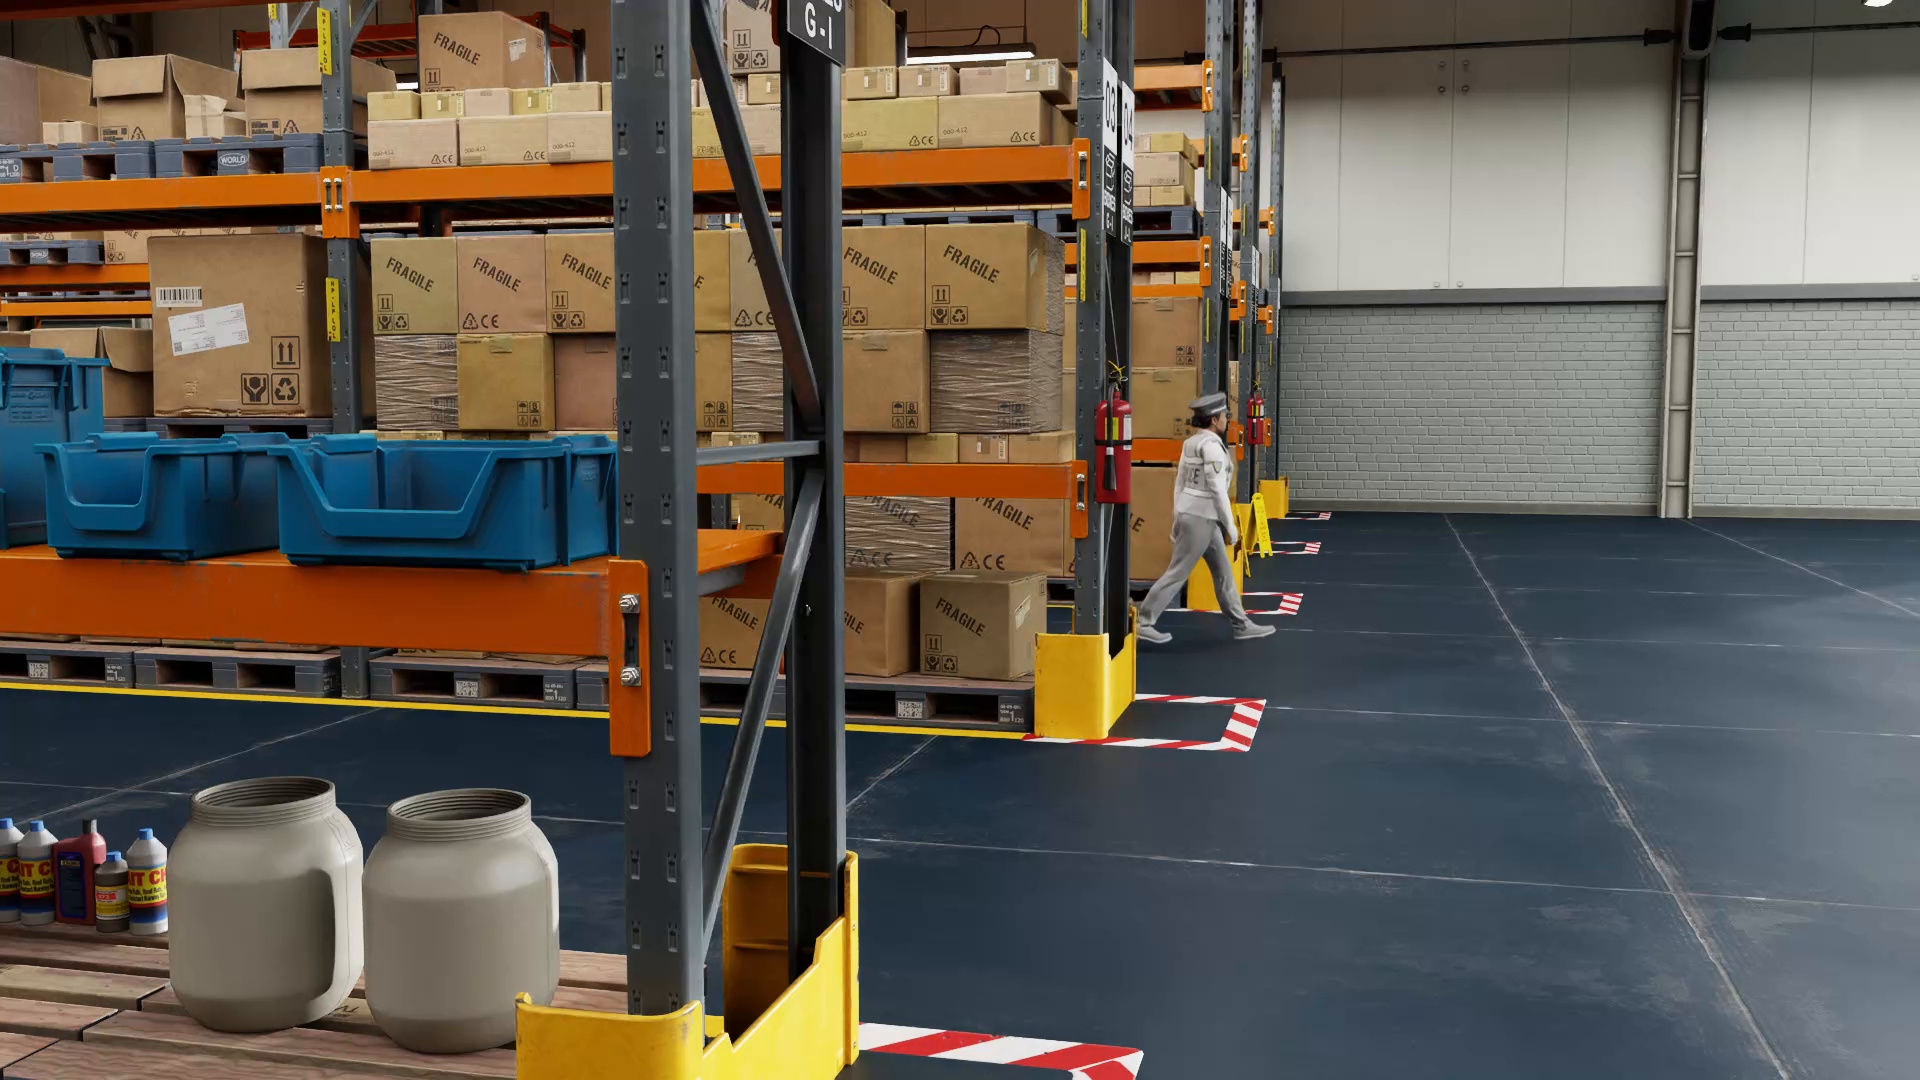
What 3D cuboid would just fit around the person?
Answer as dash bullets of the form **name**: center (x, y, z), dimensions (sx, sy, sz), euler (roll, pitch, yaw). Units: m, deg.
- **person**: center (1.587, -0.140, 10.707), dimensions (1.016, 1.619, 0.481), euler (-1, 5, -6)
